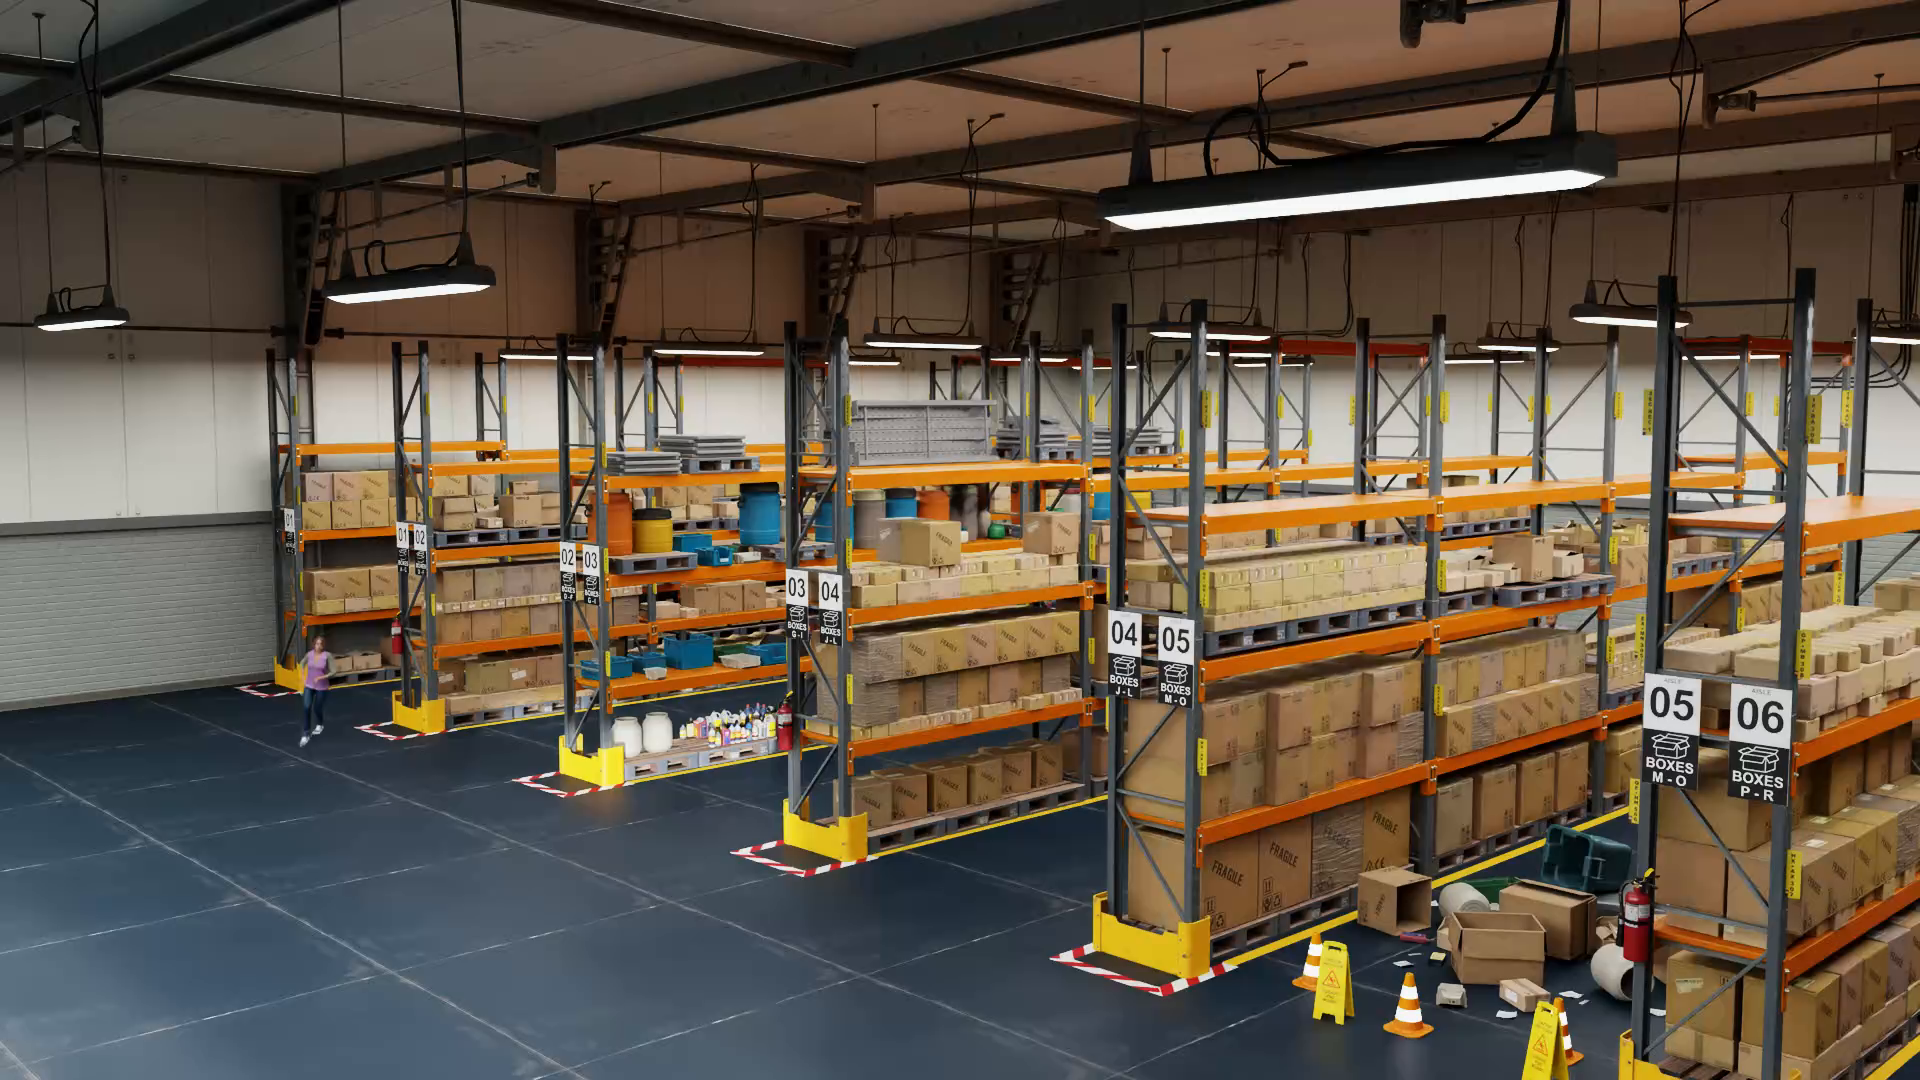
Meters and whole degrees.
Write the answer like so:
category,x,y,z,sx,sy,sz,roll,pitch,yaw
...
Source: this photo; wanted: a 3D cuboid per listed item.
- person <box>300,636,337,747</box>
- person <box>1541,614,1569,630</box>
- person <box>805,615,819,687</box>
category,x,y,z,sx,sy,sz,roll,pitch,yaw
person,-9.611,2.232,24.918,0.552,1.606,0.798,-1,5,-10
person,9.707,1.984,27.249,0.578,1.647,0.936,4,6,39
person,-2.474,1.579,28.106,0.679,1.892,0.676,5,7,43
